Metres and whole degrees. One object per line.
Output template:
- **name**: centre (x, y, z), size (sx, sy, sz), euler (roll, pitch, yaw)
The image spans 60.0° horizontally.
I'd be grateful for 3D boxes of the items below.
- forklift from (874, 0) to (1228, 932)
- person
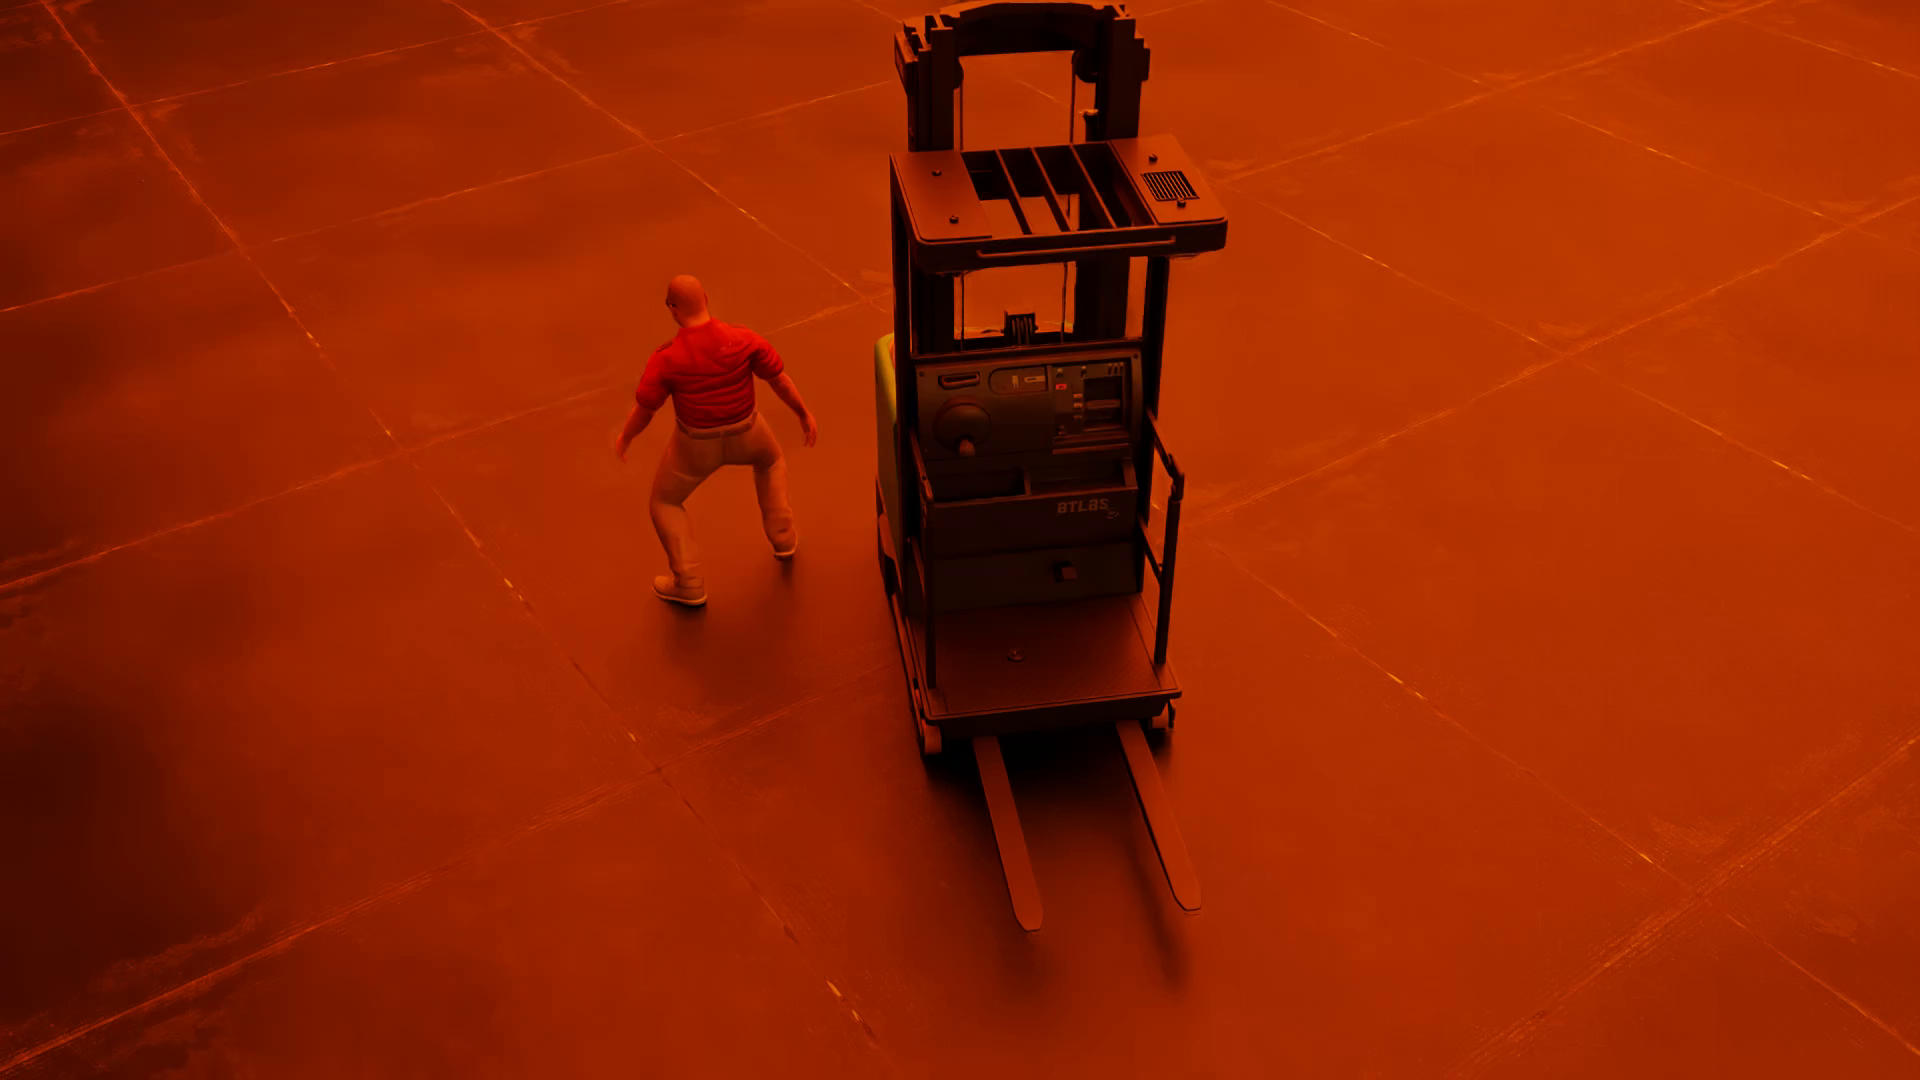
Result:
- **forklift**: centre (0.322, -0.485, 6.600), size (1.130, 2.935, 3.031), euler (-6, 37, -7)
- **person**: centre (-1.133, -0.509, 7.751), size (0.934, 1.637, 0.562), euler (-10, 38, -13)
